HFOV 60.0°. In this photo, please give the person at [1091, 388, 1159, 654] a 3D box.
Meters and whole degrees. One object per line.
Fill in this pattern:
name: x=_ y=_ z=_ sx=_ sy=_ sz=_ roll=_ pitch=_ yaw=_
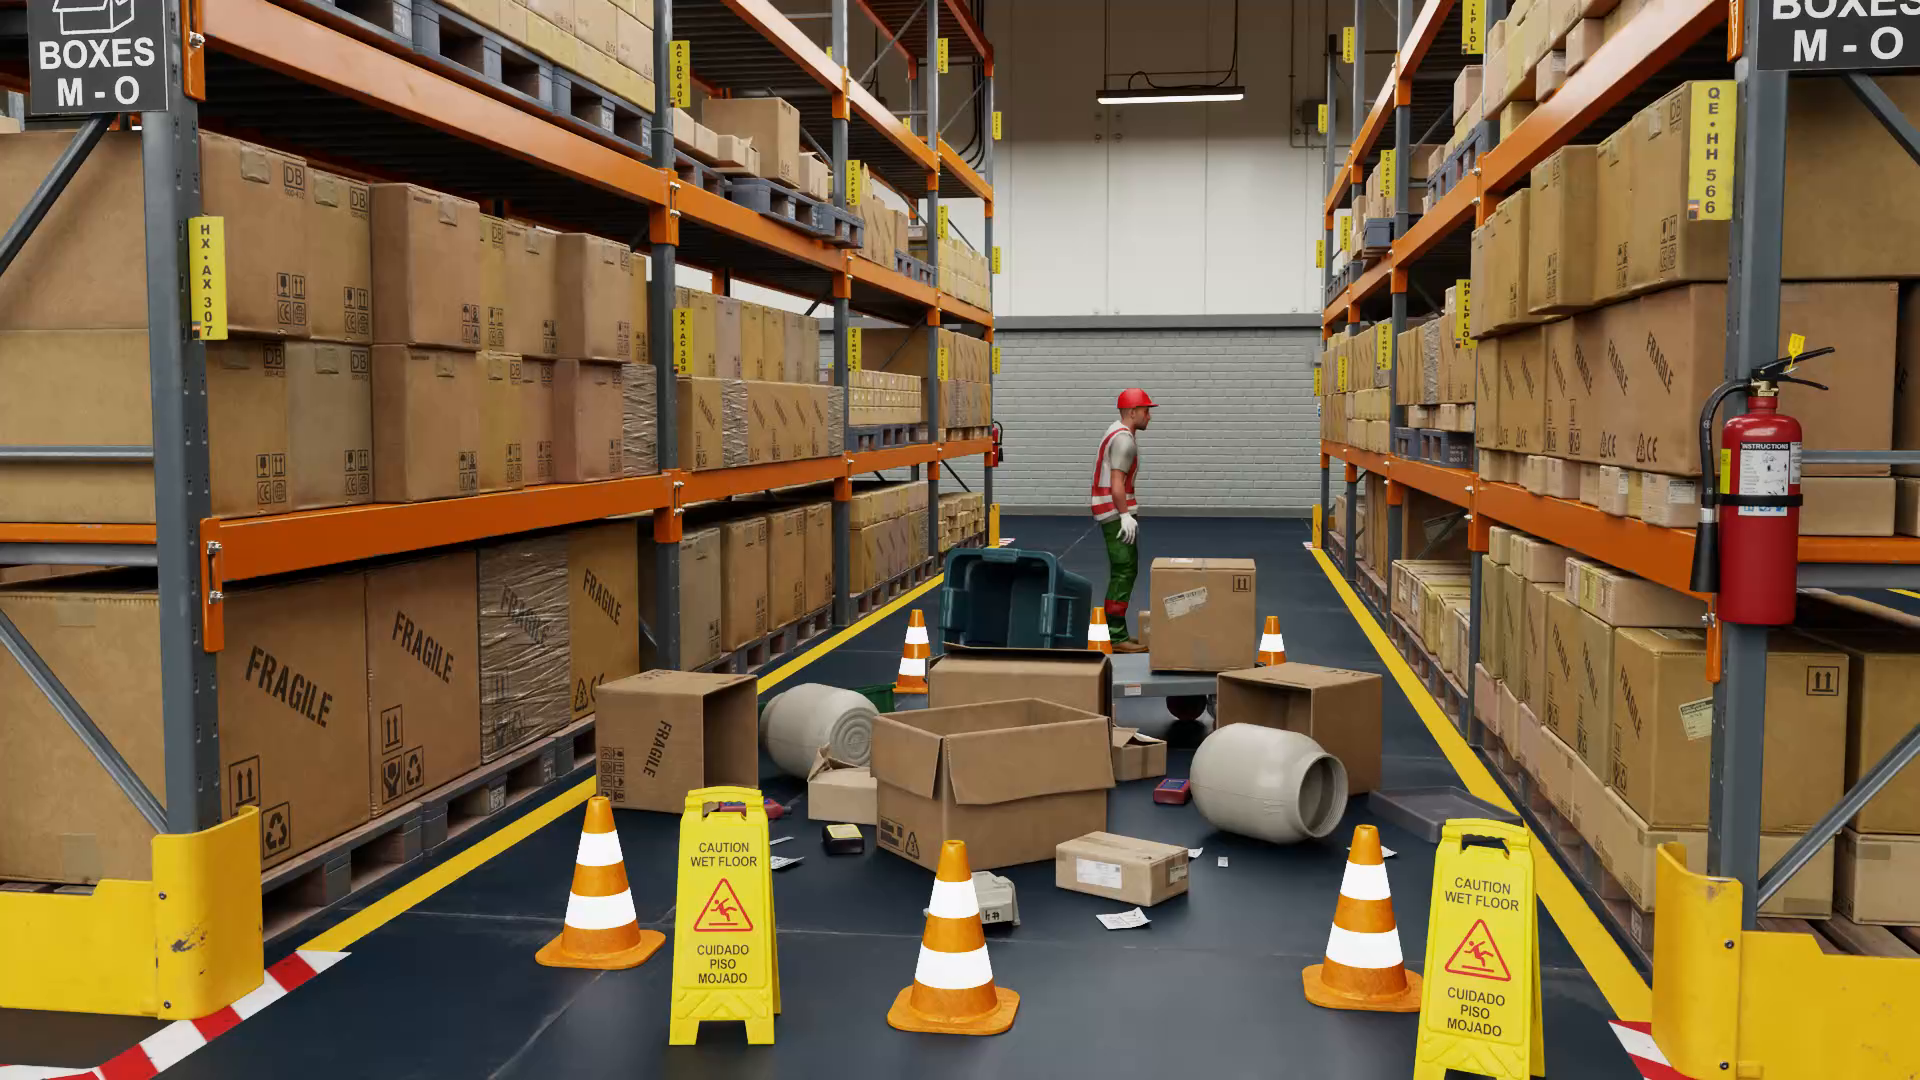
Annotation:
person: x=1.116 y=-0.139 z=11.295 sx=0.452 sy=1.778 sz=0.618 roll=0 pitch=4 yaw=5
